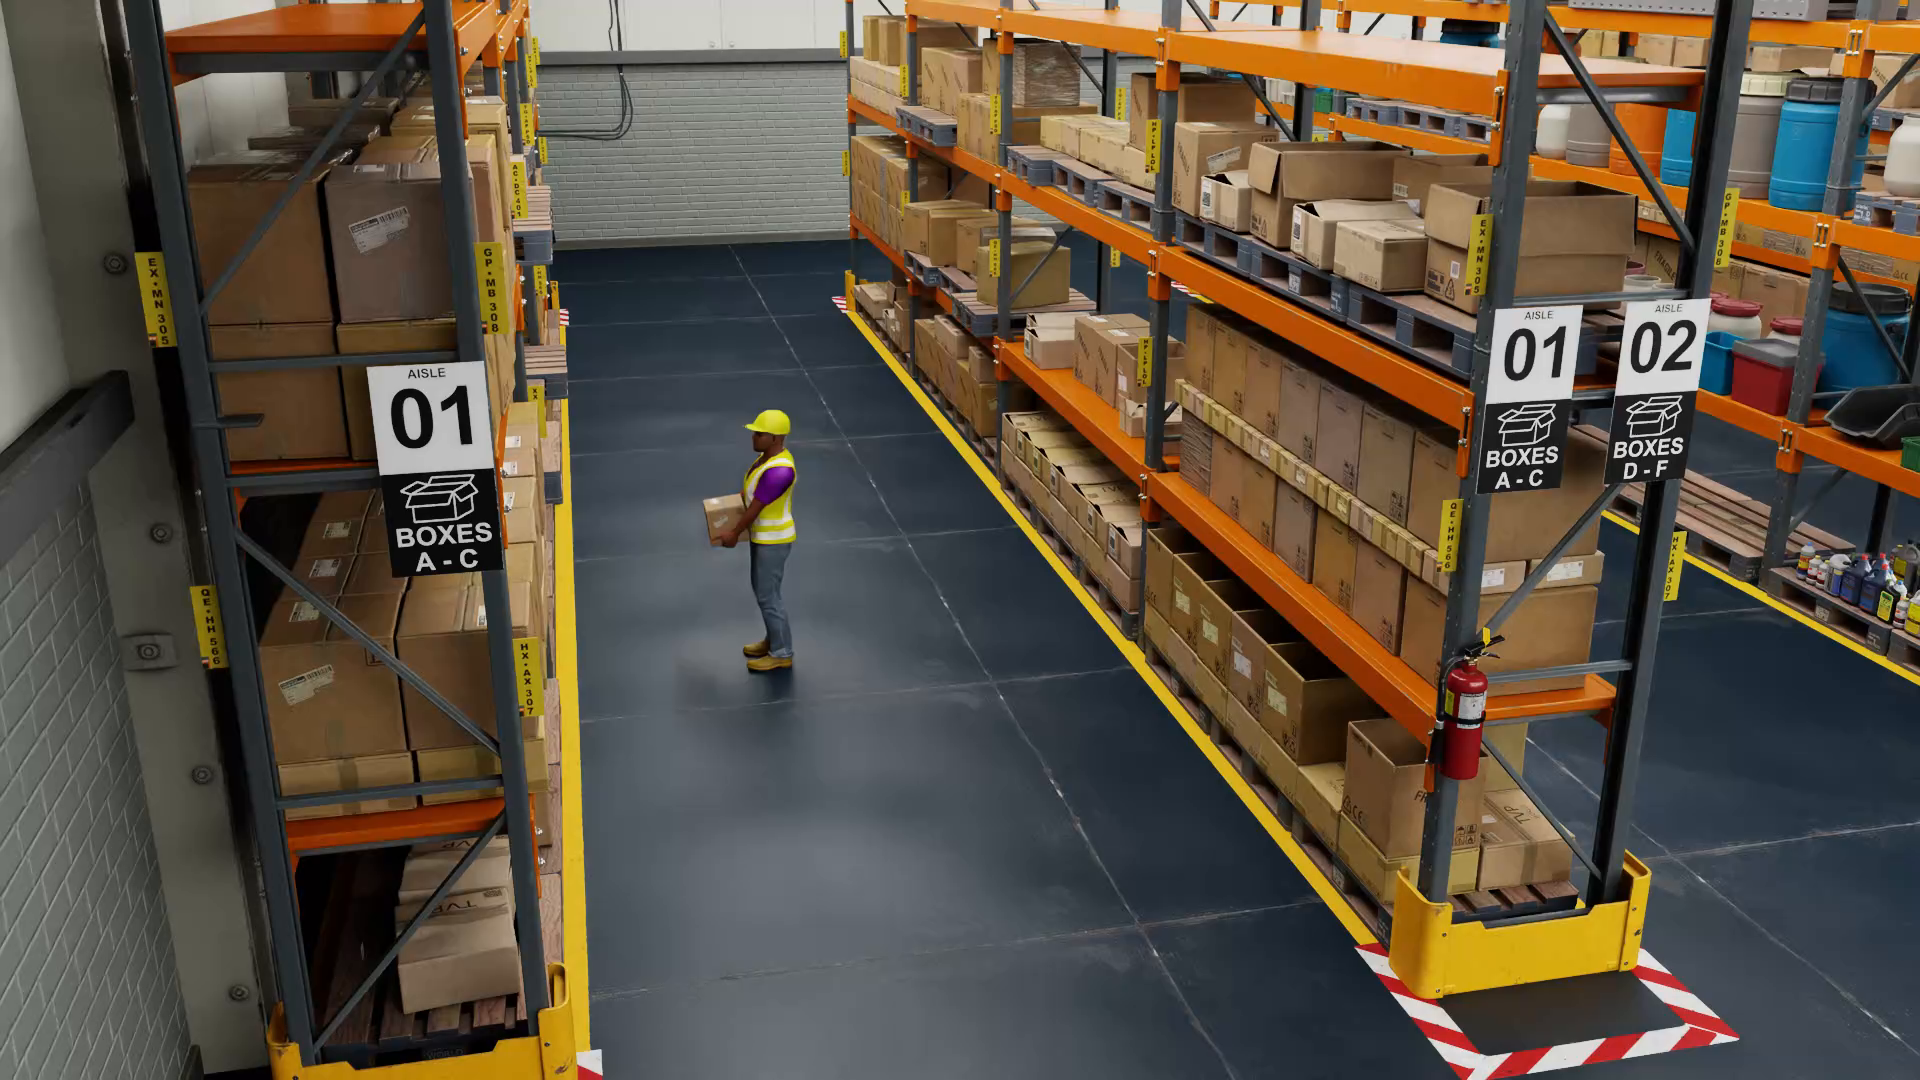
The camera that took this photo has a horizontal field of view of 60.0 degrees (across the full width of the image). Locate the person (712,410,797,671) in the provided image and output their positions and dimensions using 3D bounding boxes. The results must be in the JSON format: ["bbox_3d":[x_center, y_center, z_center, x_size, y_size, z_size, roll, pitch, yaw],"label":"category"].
[{"bbox_3d":[-1.366,-0.002,11.044,0.578,1.761,0.504,-4,20,-12],"label":"person"}]
